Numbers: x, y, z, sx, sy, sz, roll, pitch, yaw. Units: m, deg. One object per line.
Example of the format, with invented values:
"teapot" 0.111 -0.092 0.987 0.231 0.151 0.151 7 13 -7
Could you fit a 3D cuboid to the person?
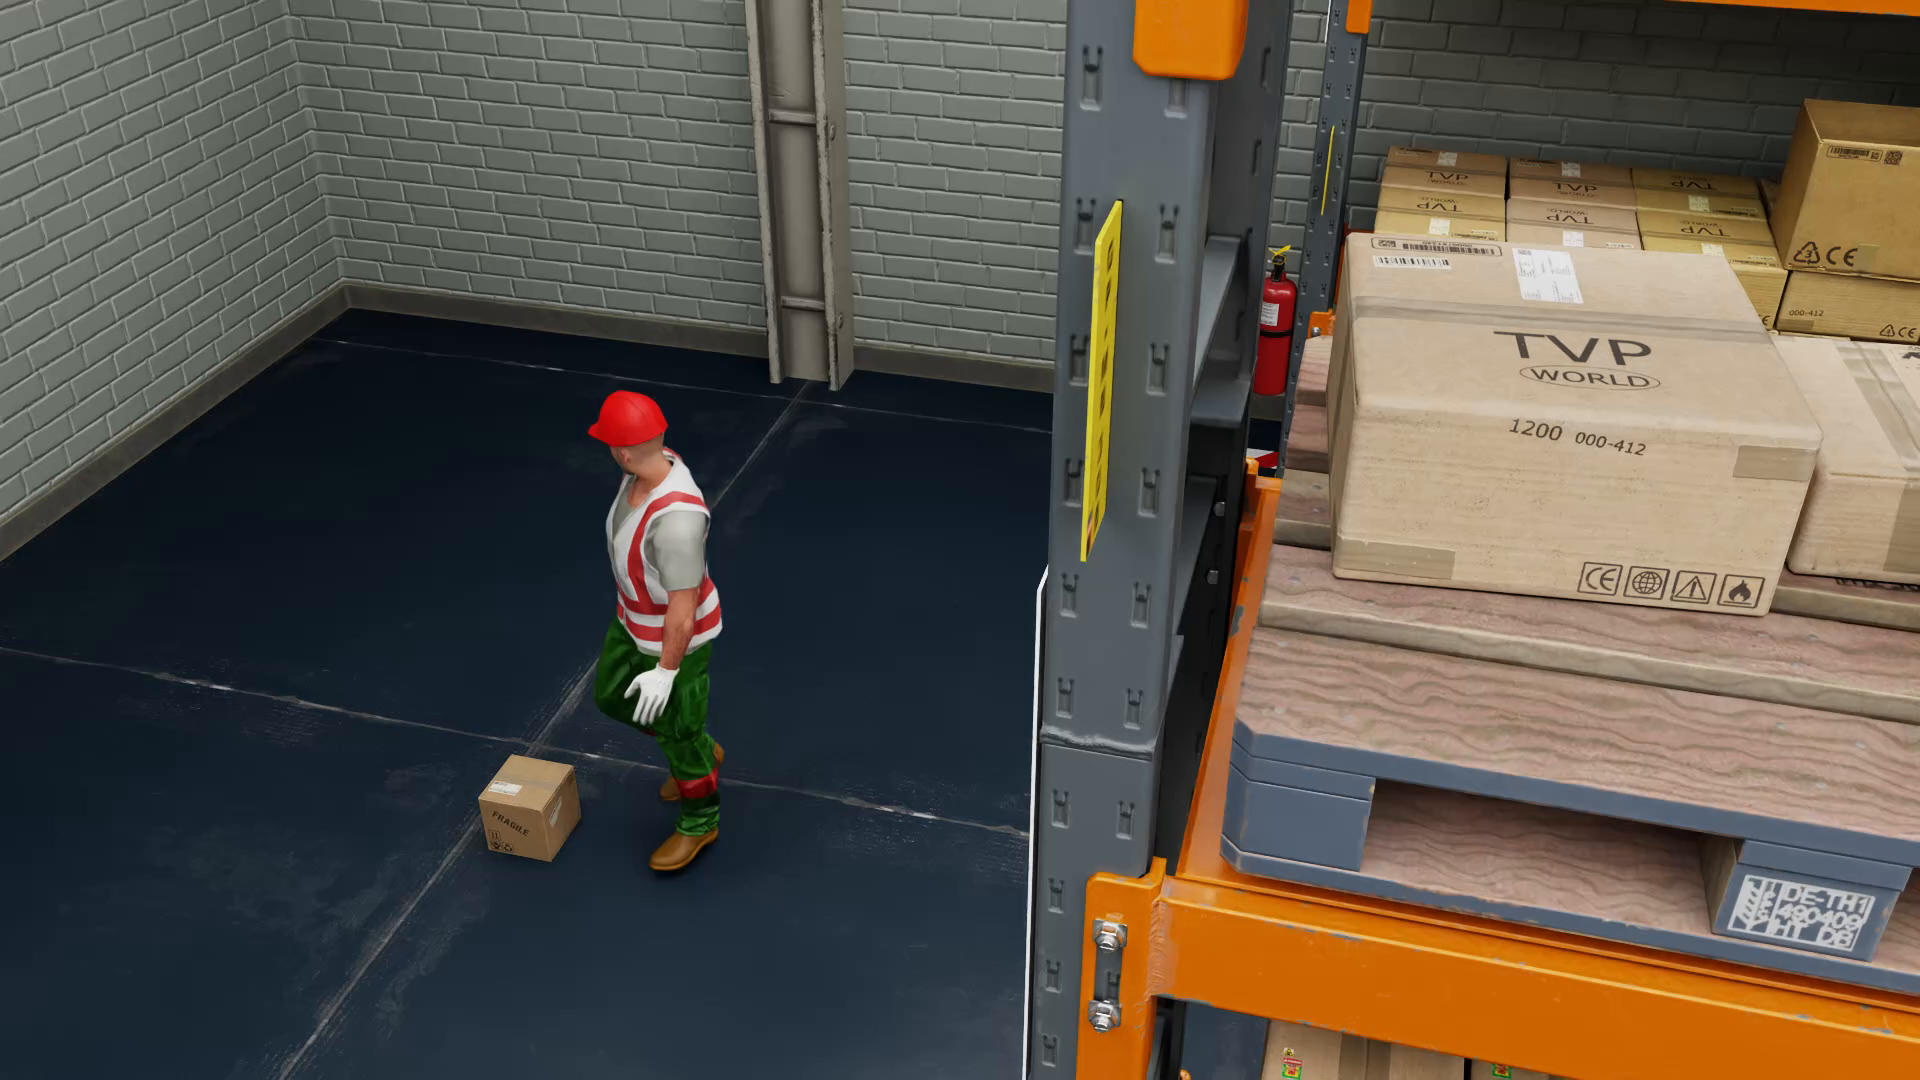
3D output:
"person" -0.997 0.314 5.580 0.458 1.784 0.619 -18 37 -25
